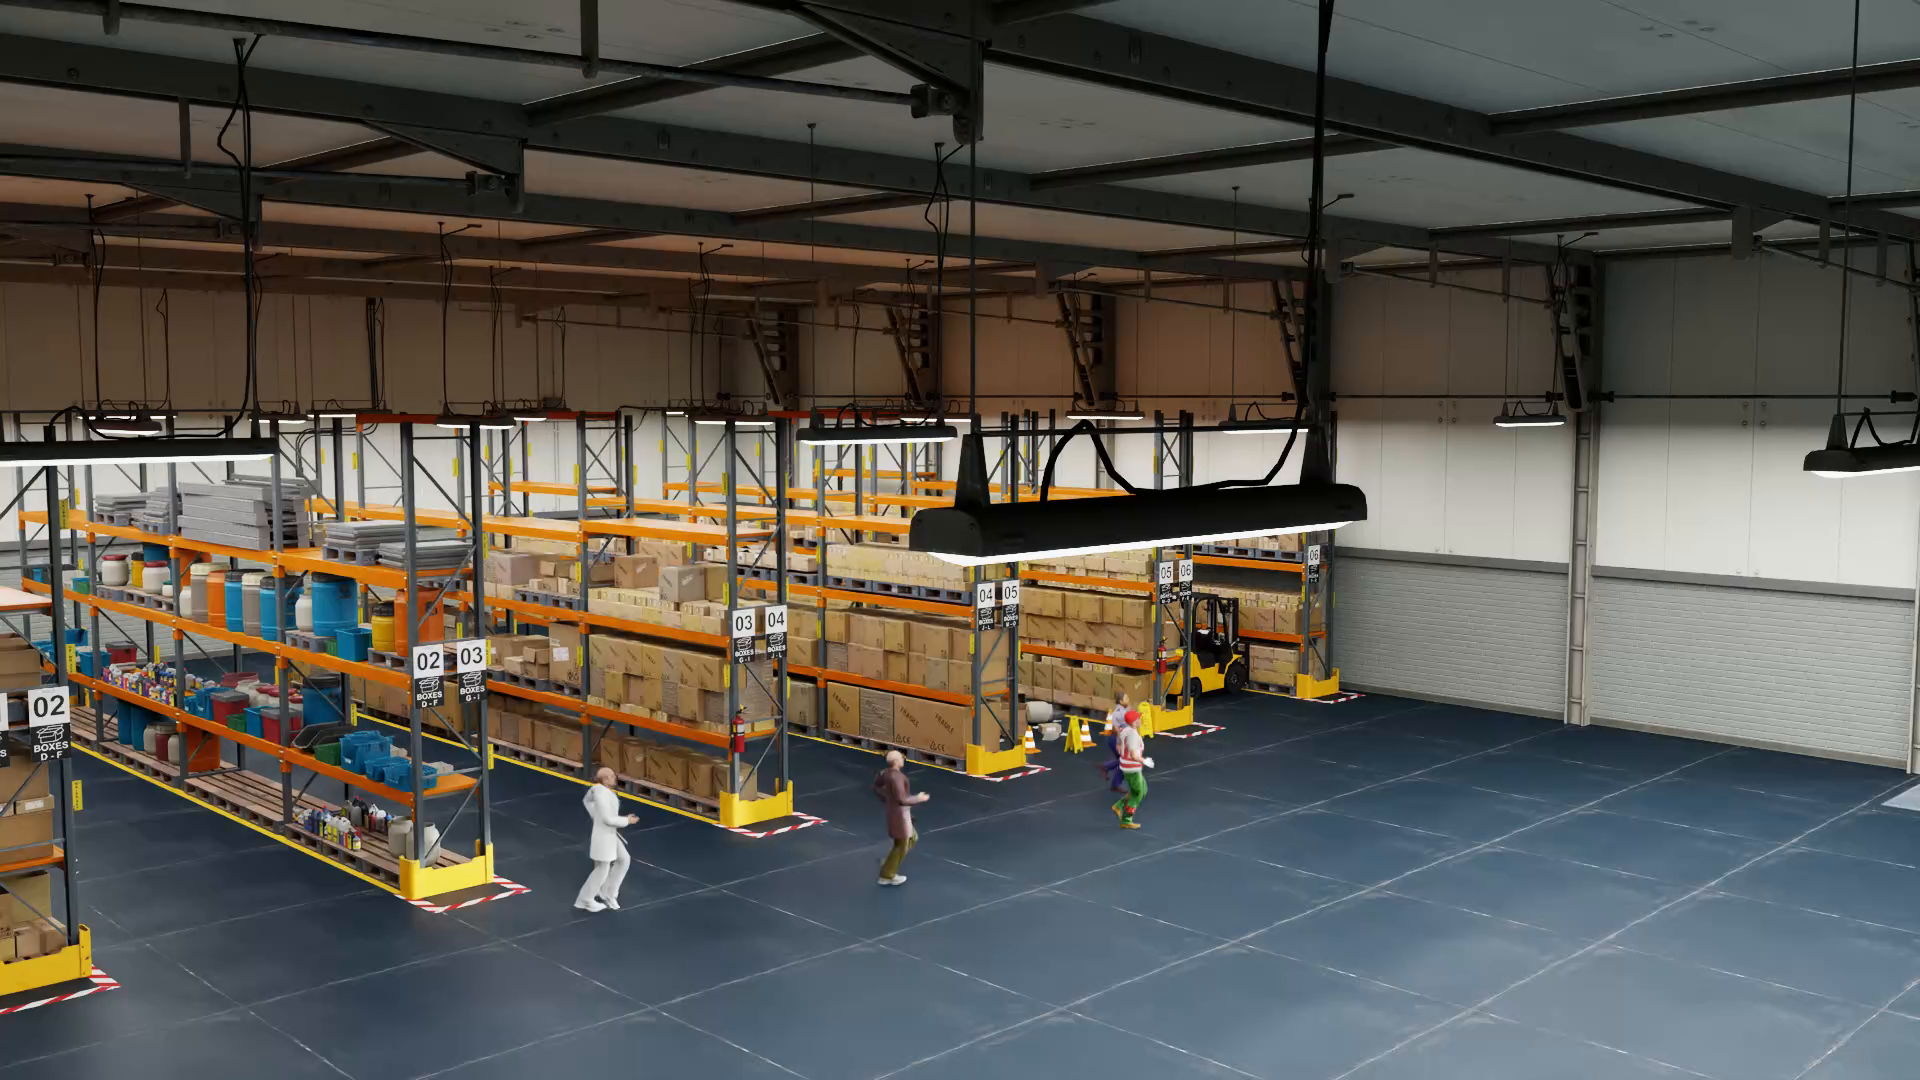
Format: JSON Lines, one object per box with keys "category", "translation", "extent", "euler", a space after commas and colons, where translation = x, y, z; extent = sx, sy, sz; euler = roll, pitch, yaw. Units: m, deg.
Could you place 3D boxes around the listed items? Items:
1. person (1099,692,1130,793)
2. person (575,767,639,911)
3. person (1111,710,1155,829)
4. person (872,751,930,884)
{"category": "person", "translation": [2.520, 3.230, 26.637], "extent": [0.619, 1.617, 0.621], "euler": [1, 5, 15]}
{"category": "person", "translation": [-4.338, 3.694, 20.417], "extent": [0.799, 1.840, 0.735], "euler": [-1, 5, -11]}
{"category": "person", "translation": [2.523, 3.347, 24.282], "extent": [0.586, 1.745, 0.661], "euler": [0, 5, -6]}
{"category": "person", "translation": [-0.745, 3.586, 21.536], "extent": [0.661, 1.762, 0.694], "euler": [-2, 5, -17]}
